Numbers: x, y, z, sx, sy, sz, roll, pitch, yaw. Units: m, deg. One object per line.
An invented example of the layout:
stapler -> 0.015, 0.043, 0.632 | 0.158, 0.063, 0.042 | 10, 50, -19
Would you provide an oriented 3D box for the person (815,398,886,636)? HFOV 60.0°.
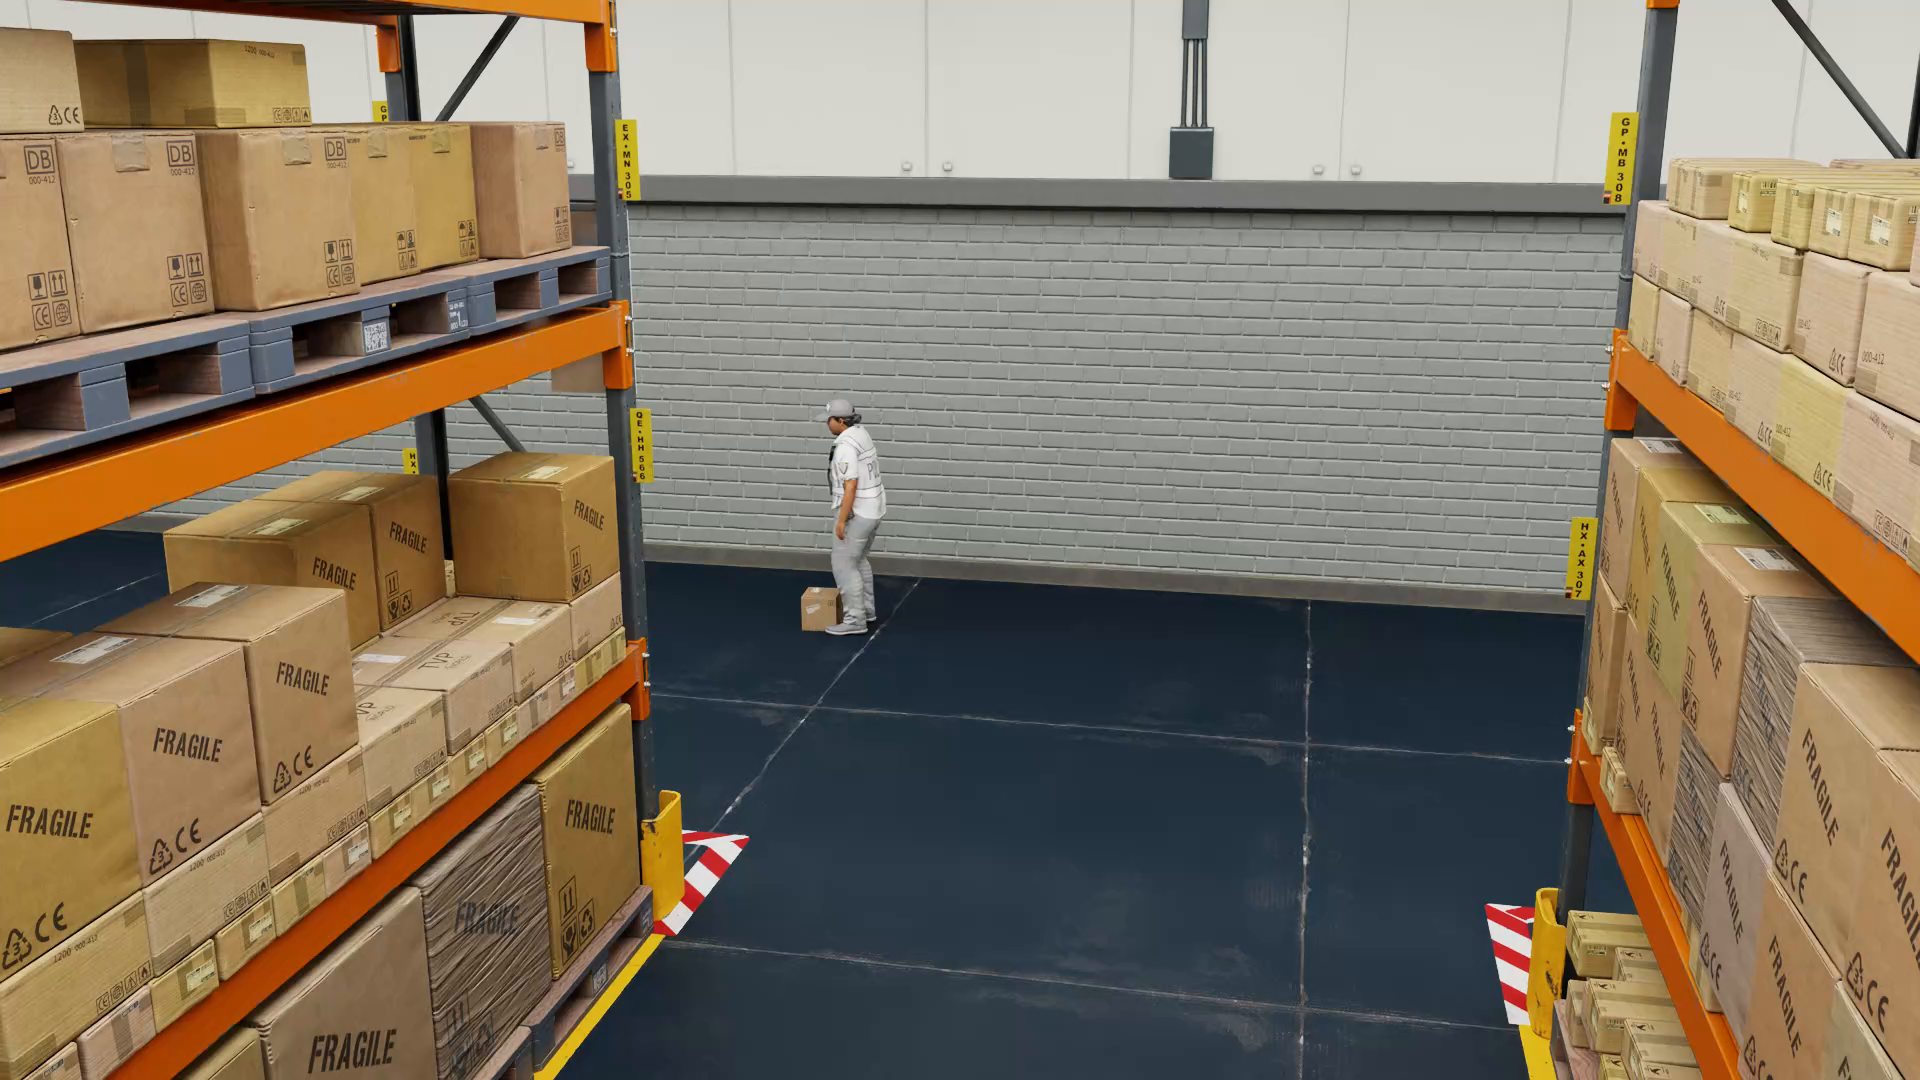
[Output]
person -> -0.764, -0.179, 11.680 | 0.470, 1.665, 0.537 | 3, 15, 11
